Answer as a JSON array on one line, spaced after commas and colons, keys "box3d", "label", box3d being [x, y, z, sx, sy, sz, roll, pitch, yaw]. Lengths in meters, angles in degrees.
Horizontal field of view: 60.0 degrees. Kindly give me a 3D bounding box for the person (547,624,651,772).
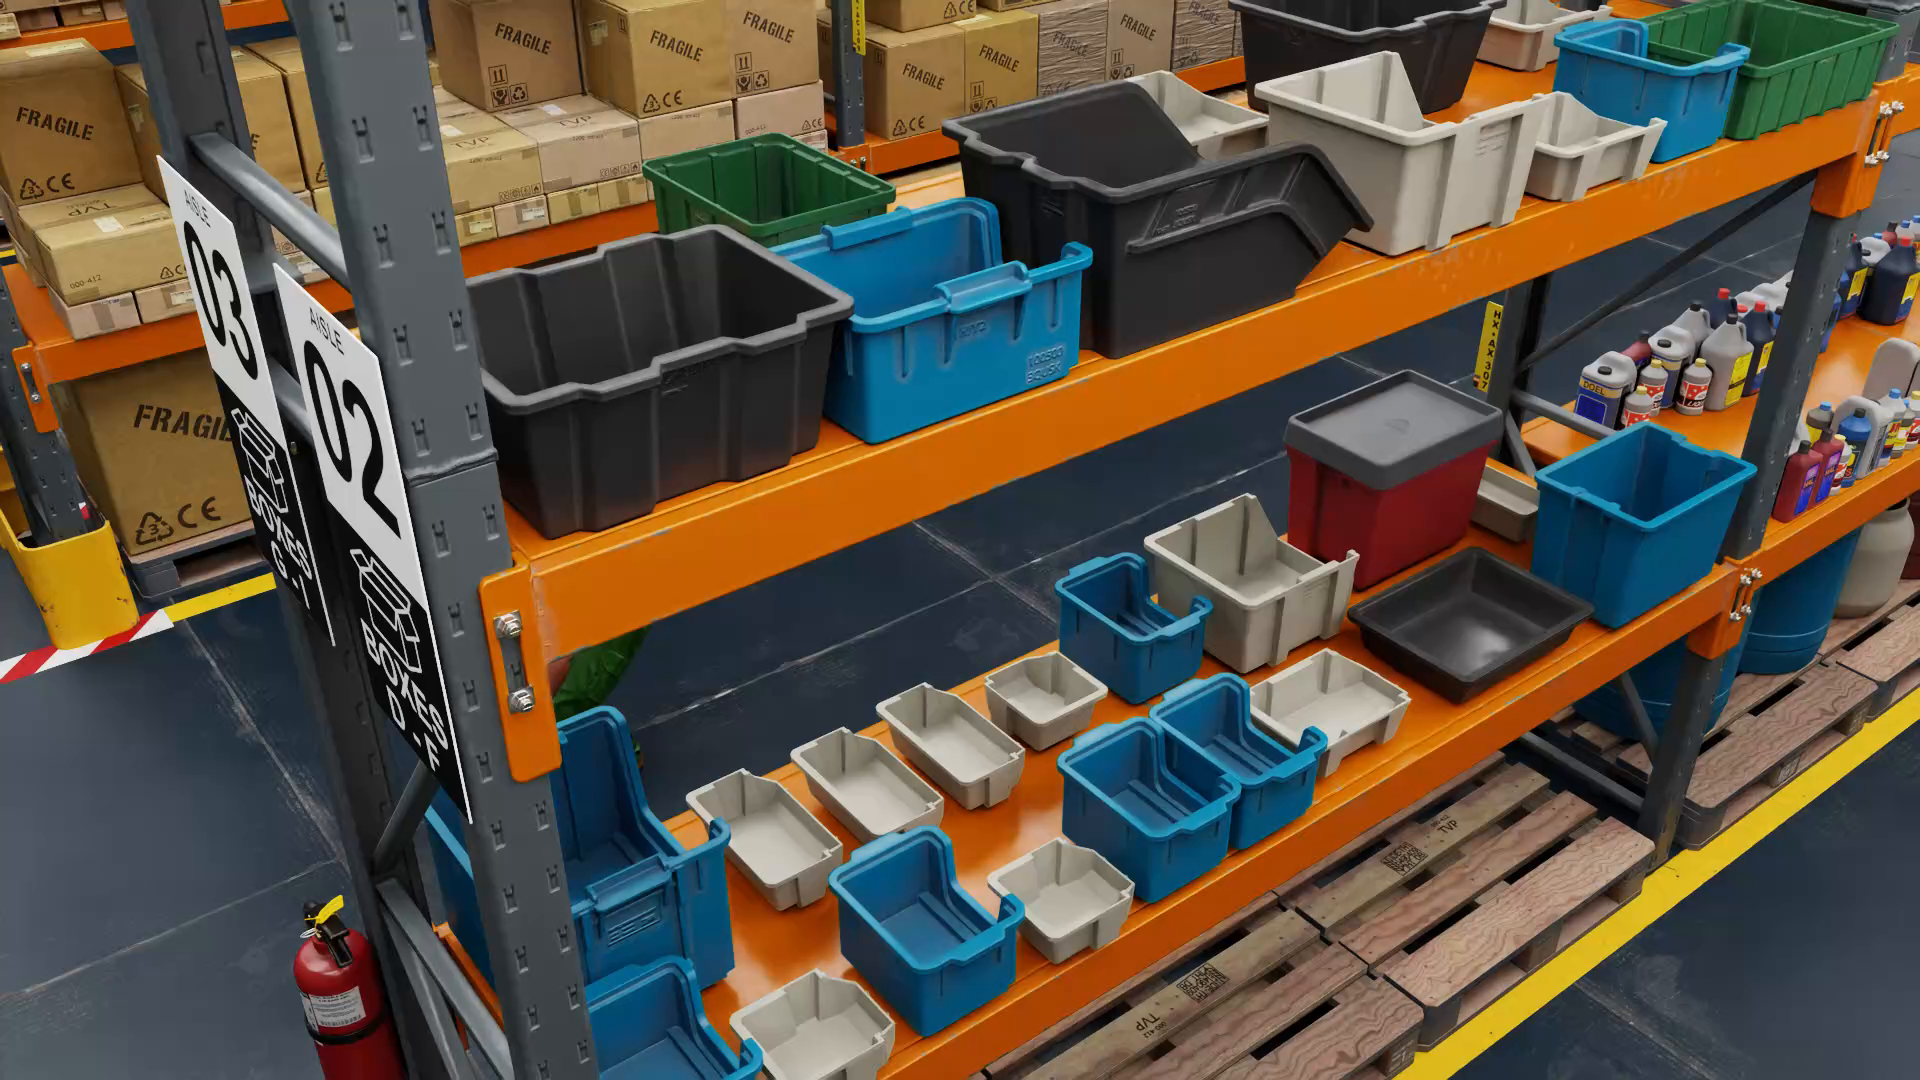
[{"box3d": [-1.443, 0.351, 6.019, 0.816, 1.295, 0.586, -22, 38, -31], "label": "person"}]
